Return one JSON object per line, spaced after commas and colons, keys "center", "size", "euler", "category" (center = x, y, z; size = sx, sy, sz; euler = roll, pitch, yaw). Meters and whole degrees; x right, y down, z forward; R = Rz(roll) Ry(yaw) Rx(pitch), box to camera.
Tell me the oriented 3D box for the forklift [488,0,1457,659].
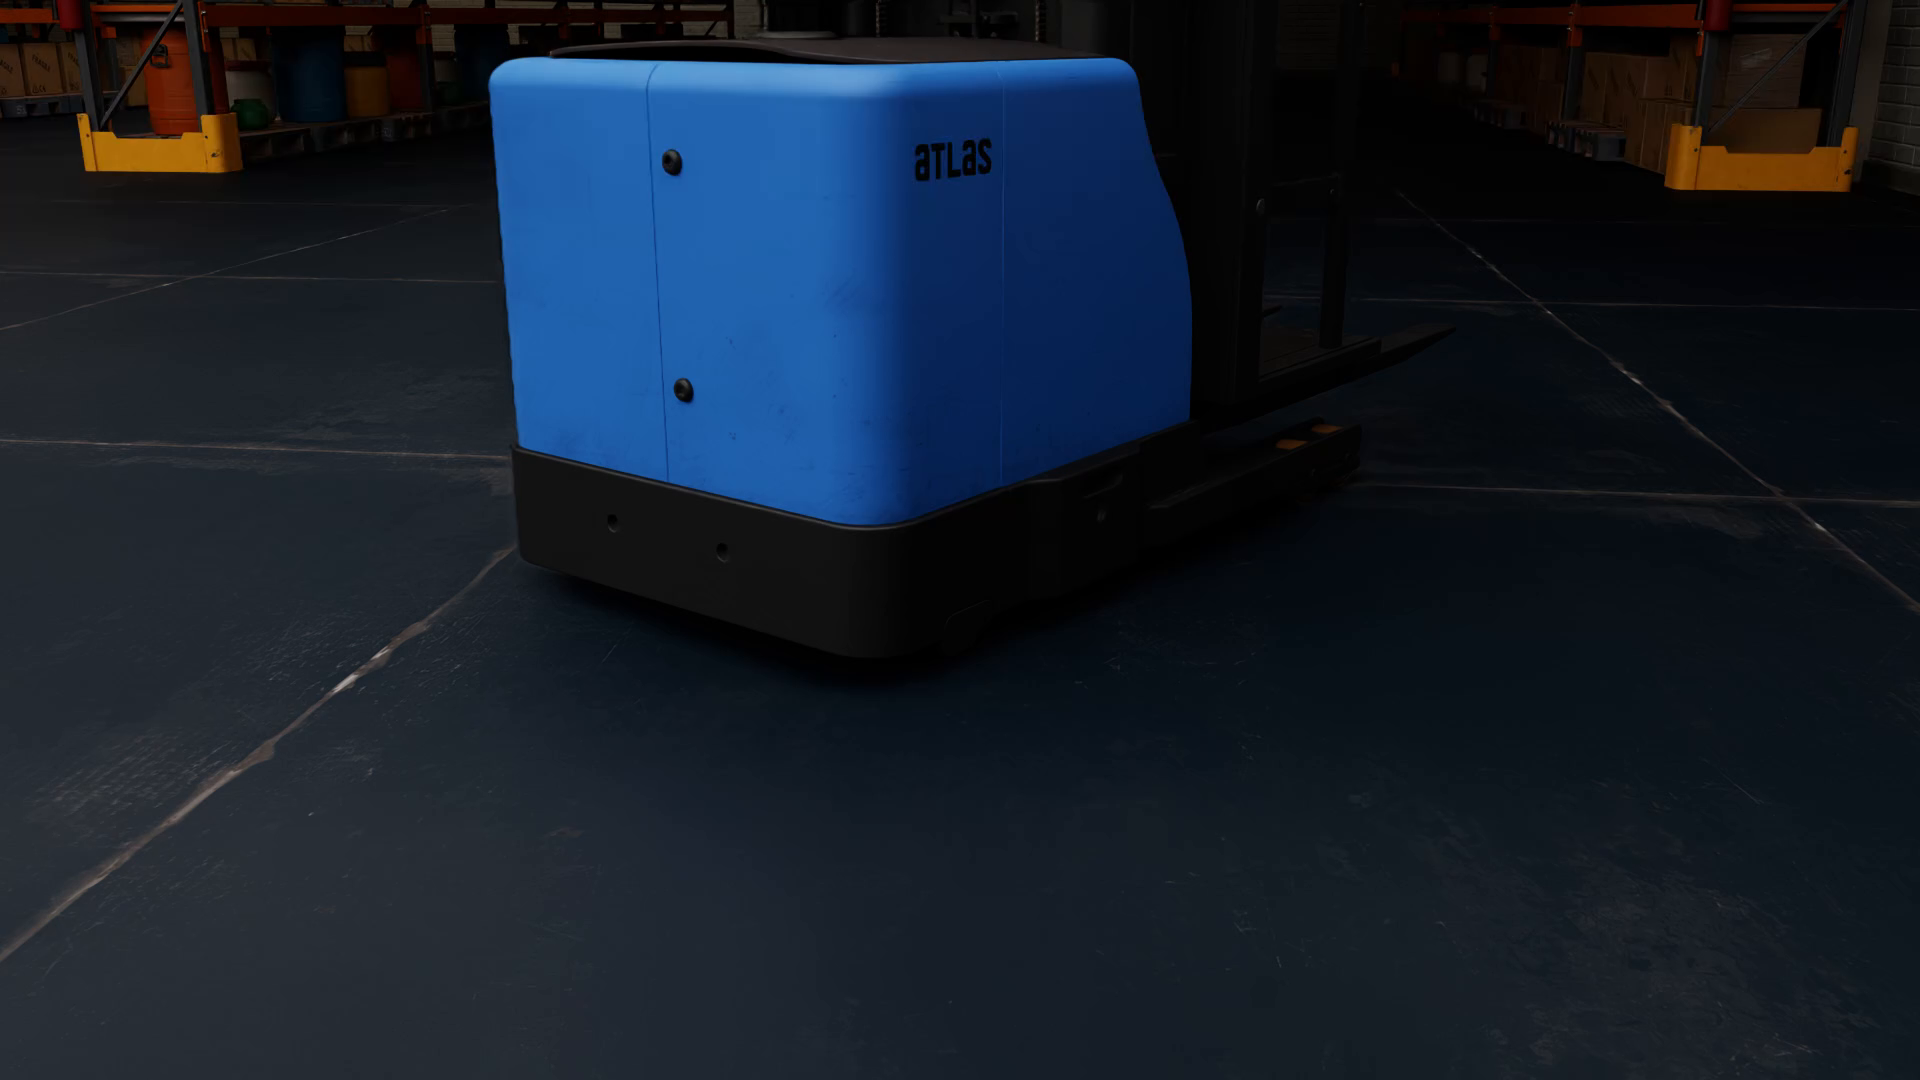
{"center": [0.372, -1.563, 3.910], "size": [1.130, 2.935, 3.031], "euler": [13, 22, 36], "category": "forklift"}
